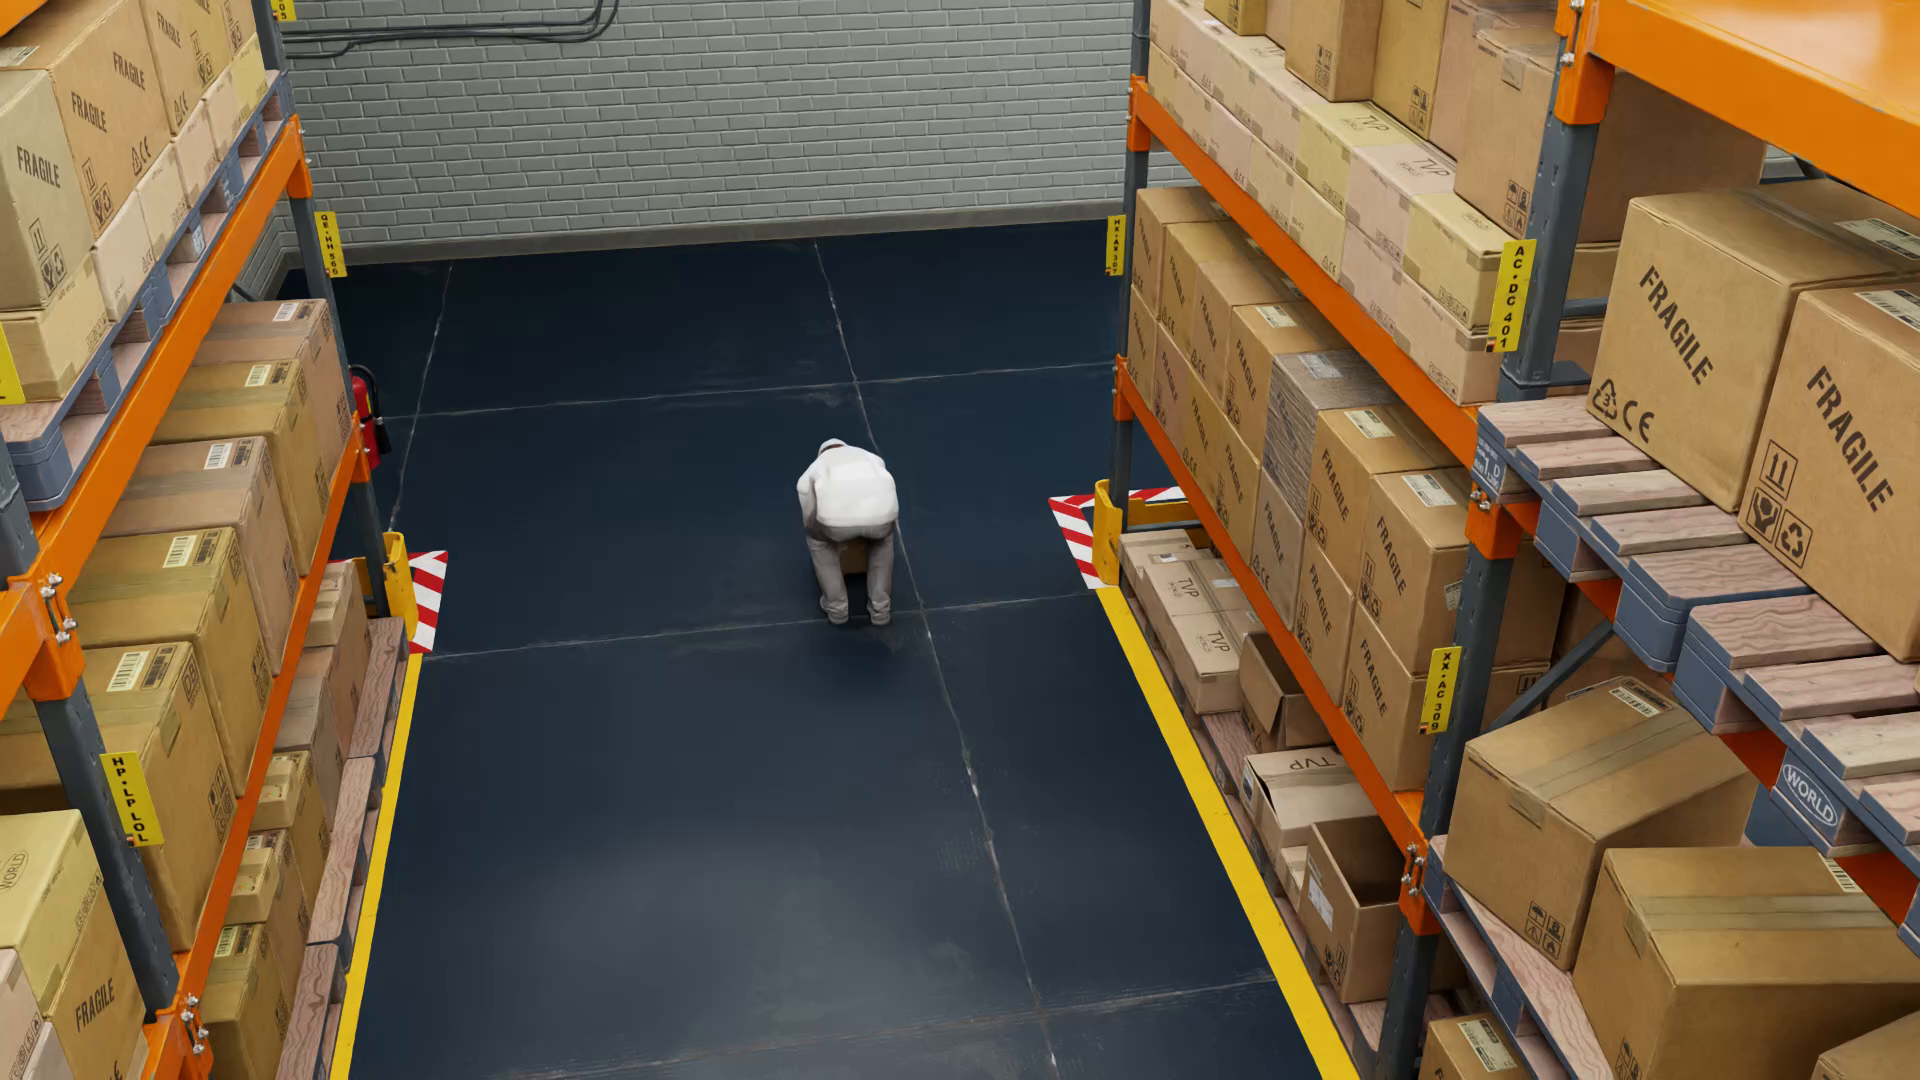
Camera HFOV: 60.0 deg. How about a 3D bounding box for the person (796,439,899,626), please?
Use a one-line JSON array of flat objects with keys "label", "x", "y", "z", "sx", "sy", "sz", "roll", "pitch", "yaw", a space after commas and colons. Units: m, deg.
[{"label": "person", "x": -0.616, "y": -0.088, "z": 9.061, "sx": 0.502, "sy": 0.952, "sz": 0.973, "roll": -7, "pitch": 31, "yaw": -11}]
